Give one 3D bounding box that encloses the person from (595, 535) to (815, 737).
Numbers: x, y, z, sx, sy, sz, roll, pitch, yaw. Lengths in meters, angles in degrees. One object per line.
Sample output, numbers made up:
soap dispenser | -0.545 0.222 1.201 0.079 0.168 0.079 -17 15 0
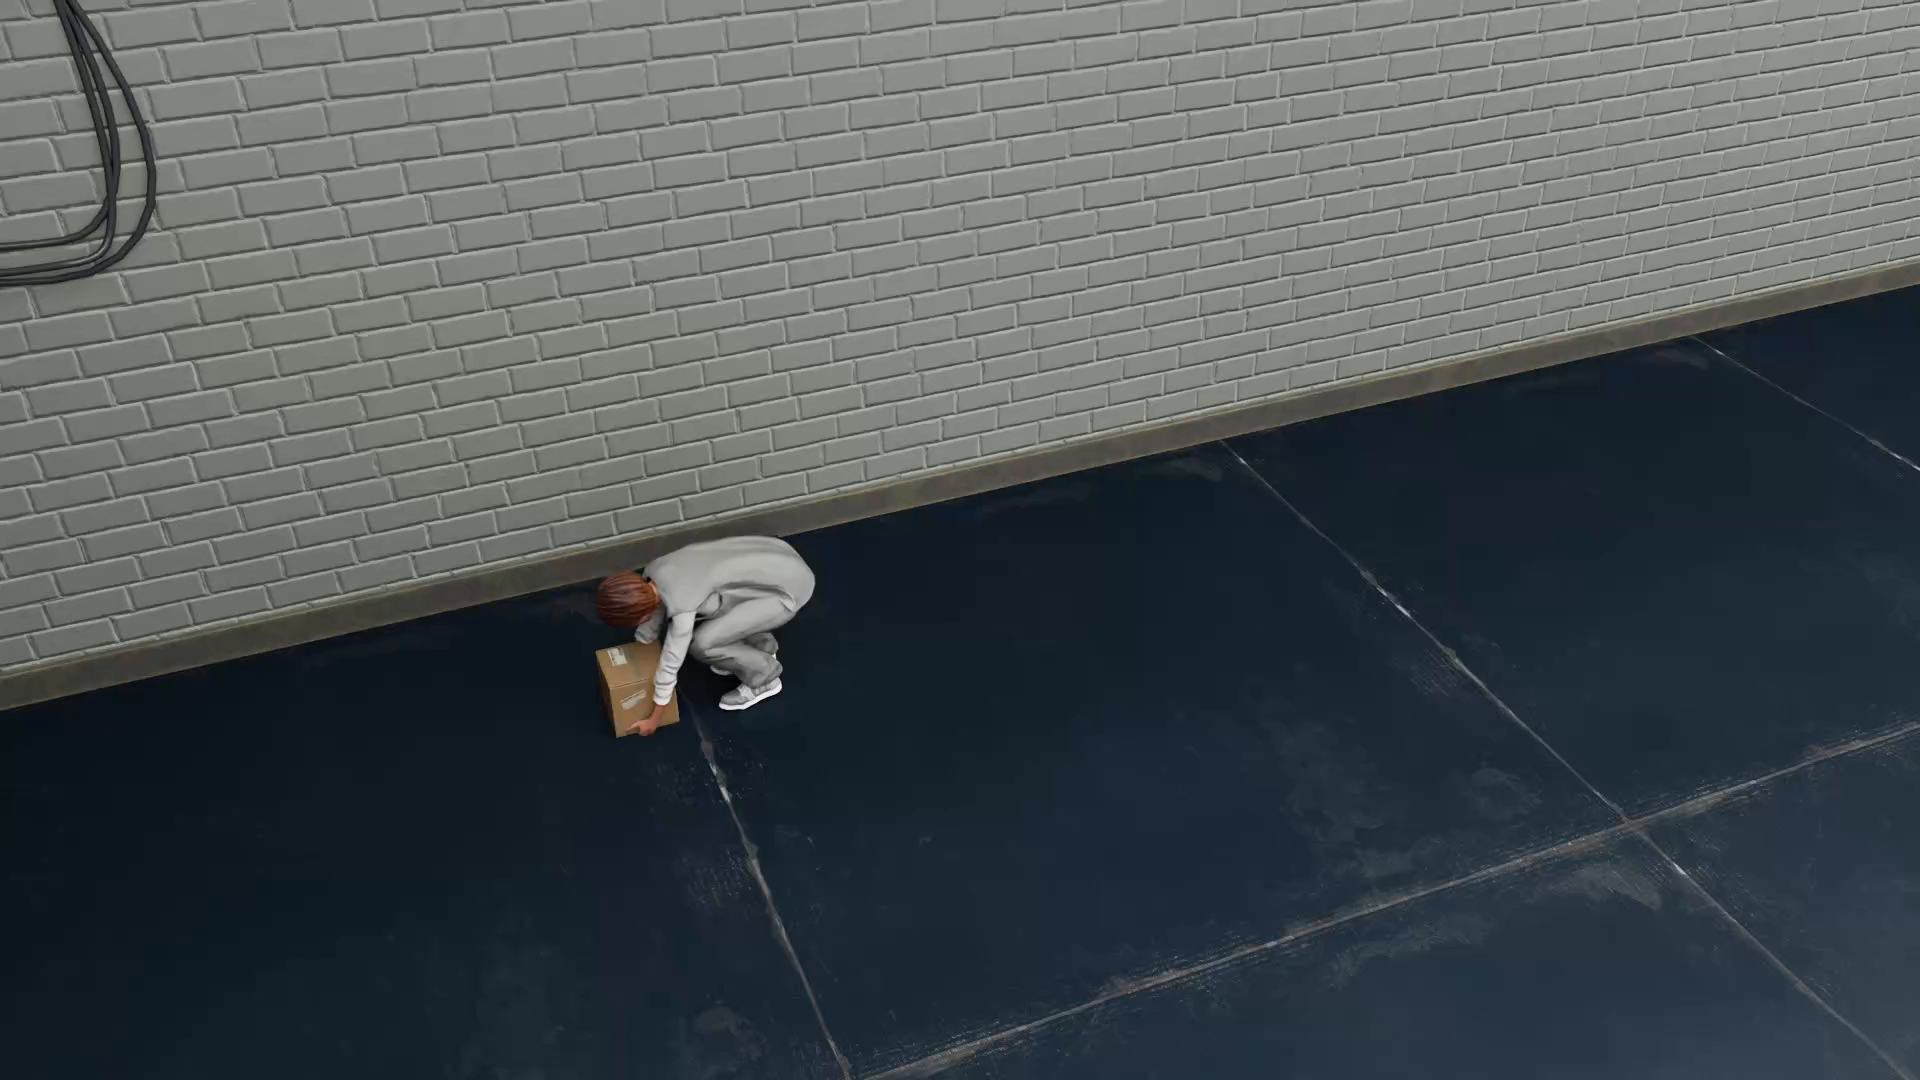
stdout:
person | -0.976 0.335 6.489 0.862 0.696 0.419 -14 36 -20
